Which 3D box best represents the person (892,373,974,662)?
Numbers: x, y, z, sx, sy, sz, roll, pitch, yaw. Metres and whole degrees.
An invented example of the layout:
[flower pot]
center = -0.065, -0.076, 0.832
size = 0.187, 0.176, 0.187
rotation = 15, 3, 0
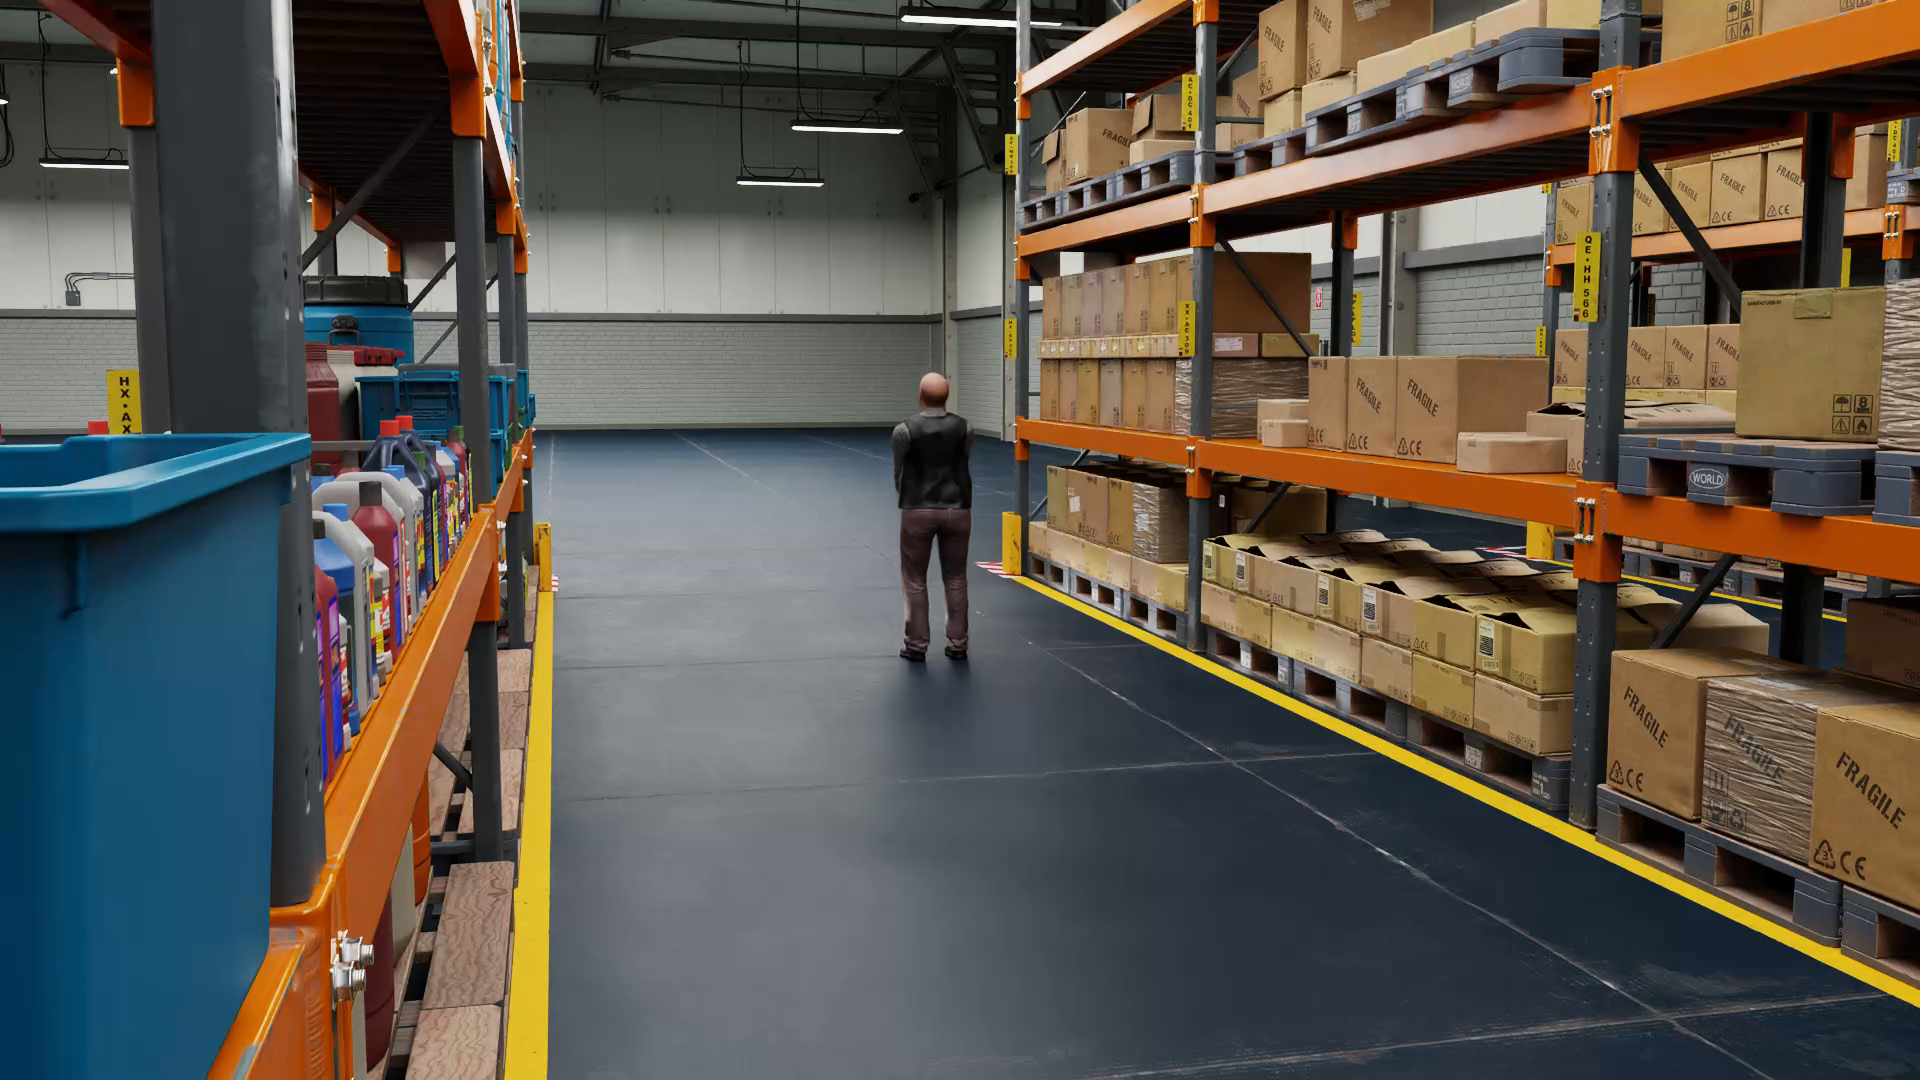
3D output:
[person]
center = -0.183, -0.148, 9.994
size = 0.494, 1.711, 0.551
rotation = -1, 6, -13
